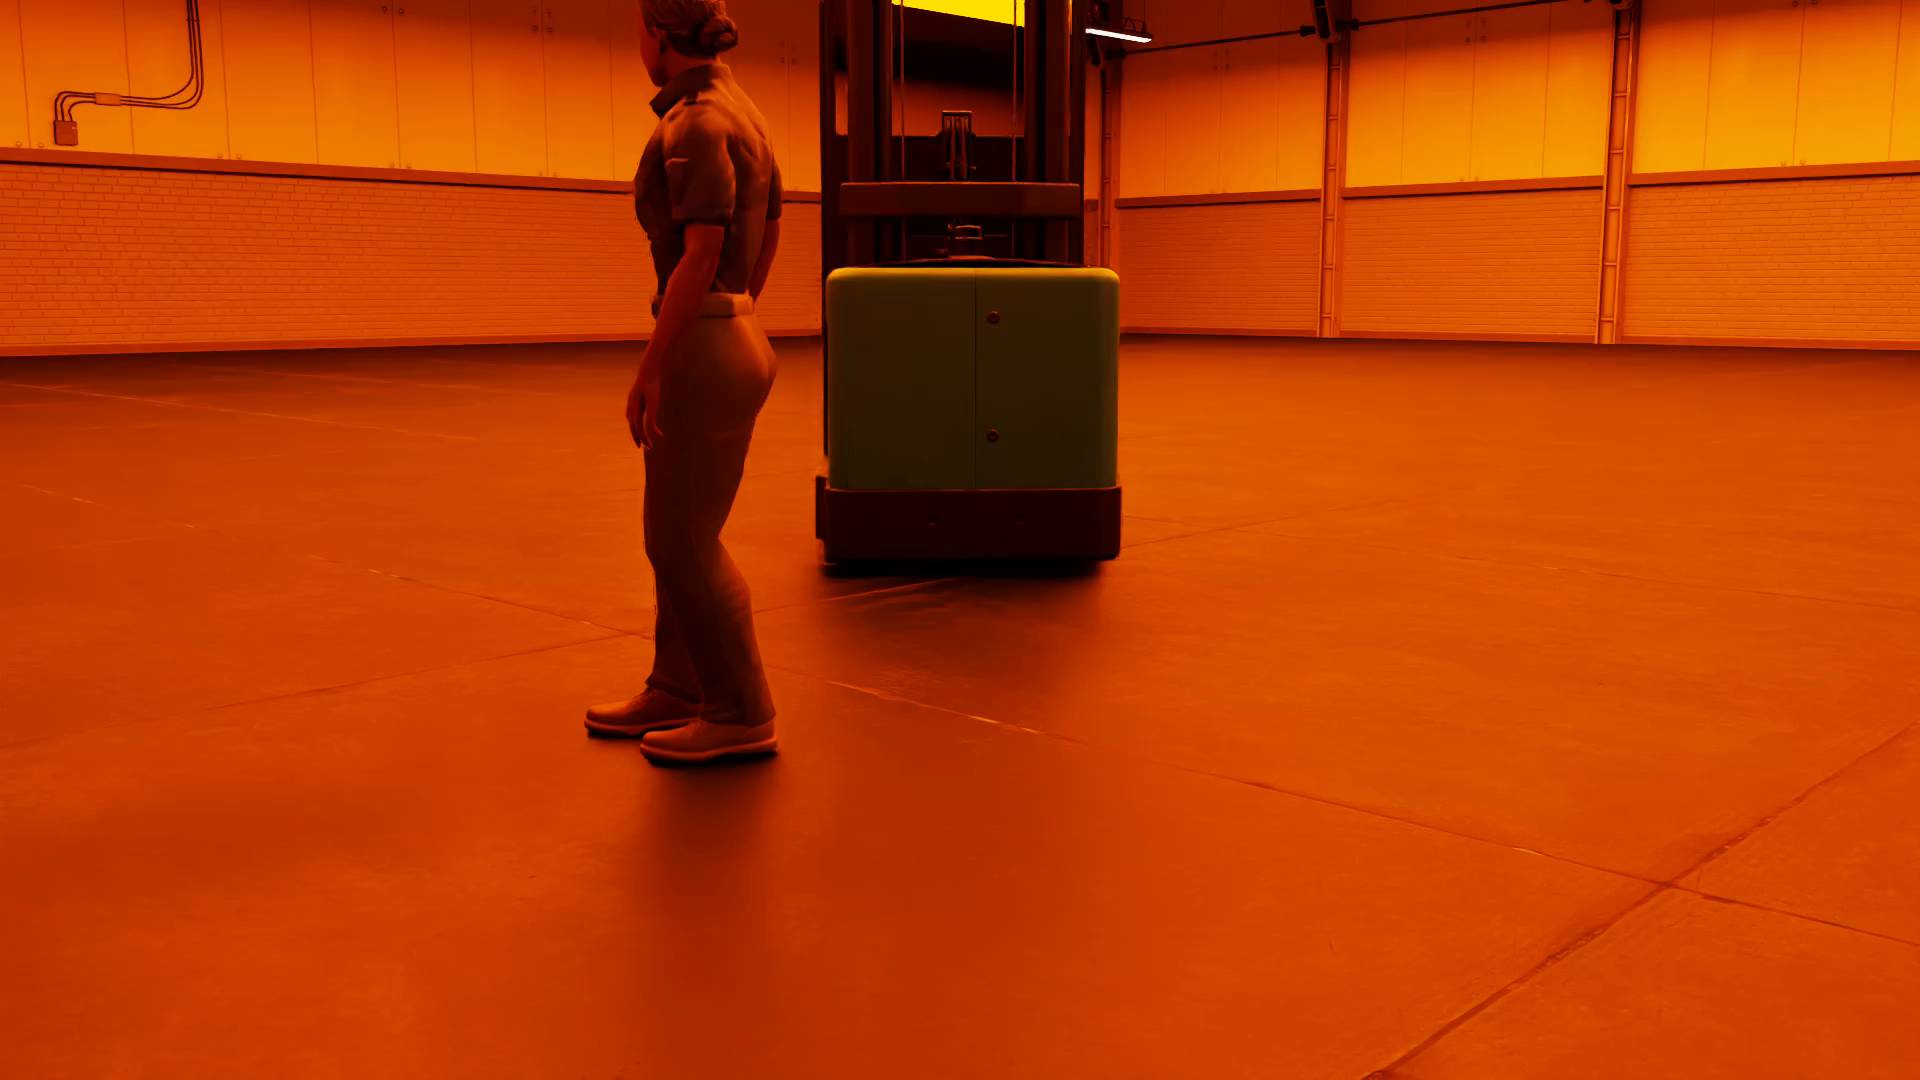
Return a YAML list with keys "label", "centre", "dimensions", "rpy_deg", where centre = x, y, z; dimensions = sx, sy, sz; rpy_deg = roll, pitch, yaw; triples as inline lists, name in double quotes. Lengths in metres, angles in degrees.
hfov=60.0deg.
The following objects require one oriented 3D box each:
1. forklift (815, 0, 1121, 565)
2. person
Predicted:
- label: "forklift"
  centre: [-0.049, -1.540, 7.102]
  dimensions: [1.130, 2.935, 3.031]
  rpy_deg: [-1, 9, -4]
- label: "person"
  centre: [-0.627, -0.358, 3.555]
  dimensions: [0.472, 1.654, 0.631]
  rpy_deg: [0, 9, 1]
